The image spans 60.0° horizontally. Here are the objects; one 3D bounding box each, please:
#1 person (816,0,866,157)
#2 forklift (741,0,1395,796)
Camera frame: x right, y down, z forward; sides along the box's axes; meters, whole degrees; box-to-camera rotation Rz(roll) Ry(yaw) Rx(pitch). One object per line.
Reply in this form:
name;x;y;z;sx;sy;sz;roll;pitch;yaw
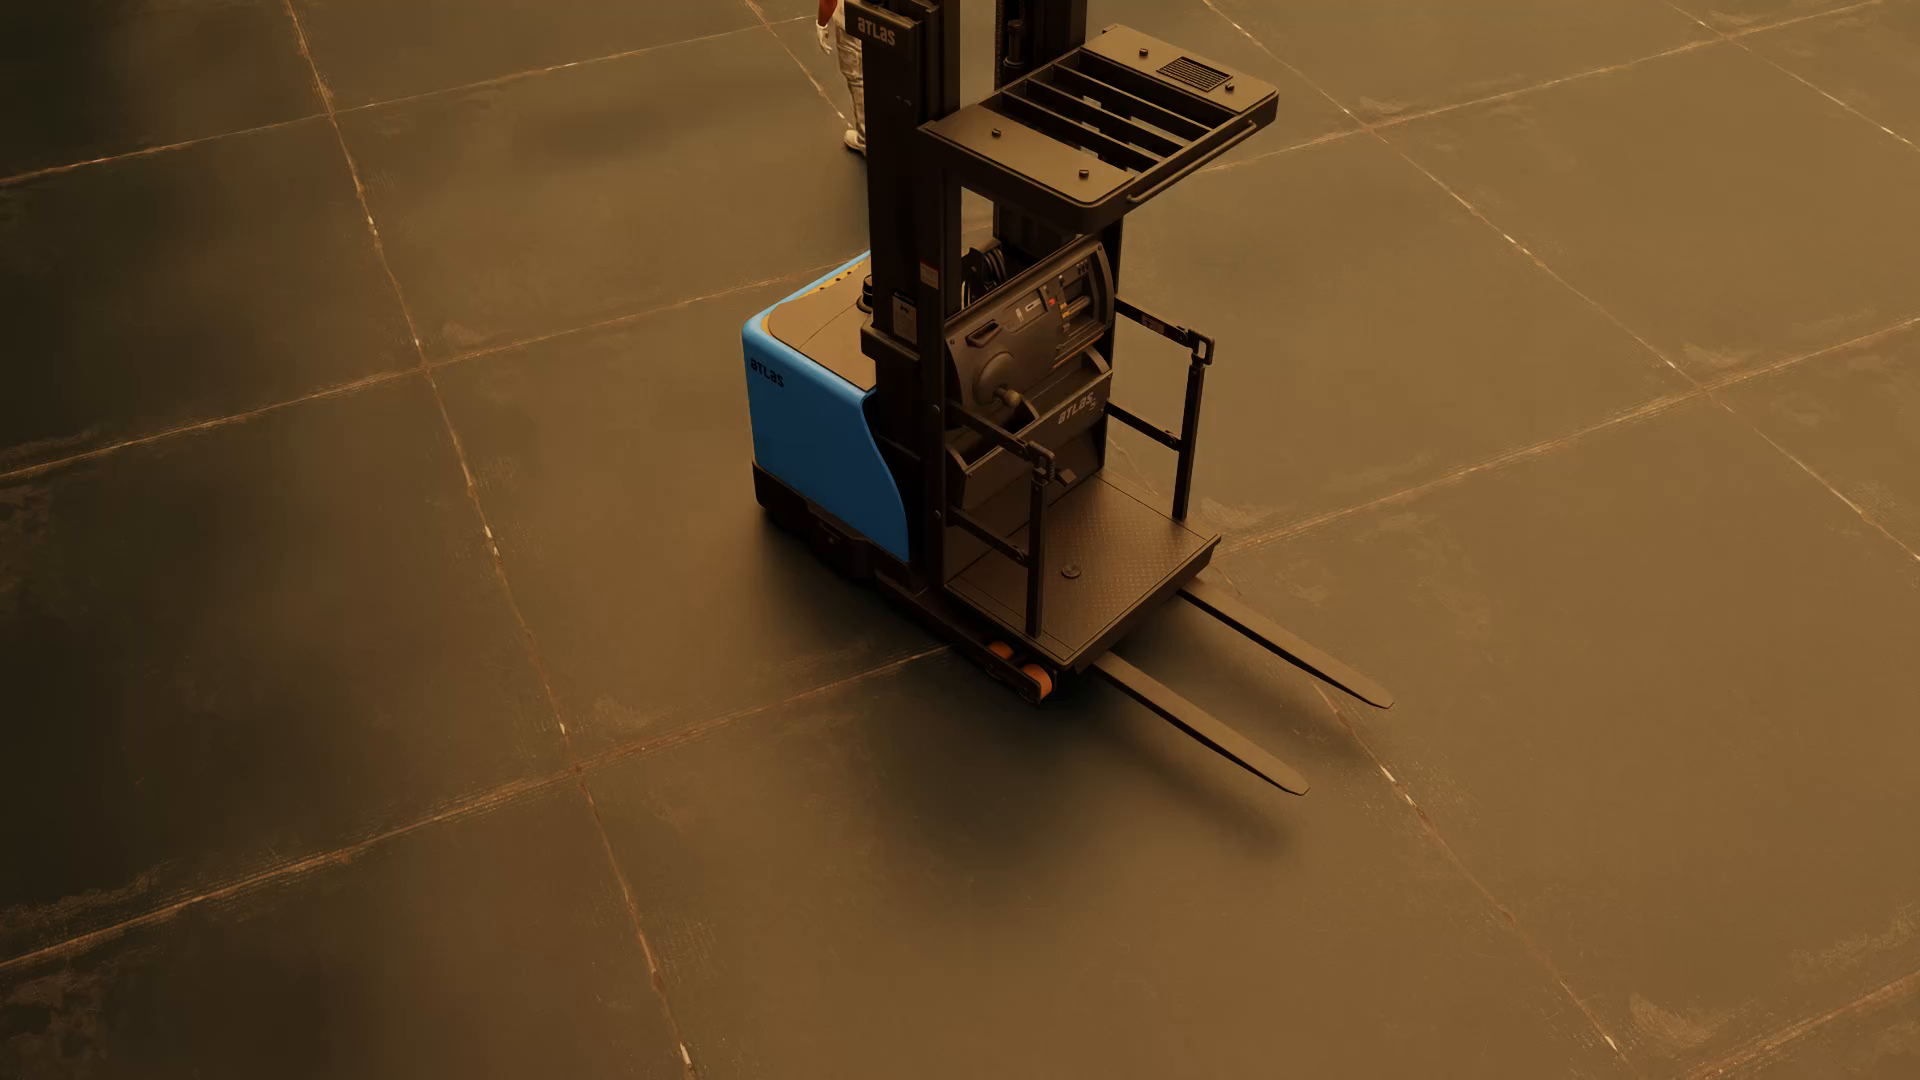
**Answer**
person;-0.576;-3.117;9.851;0.656;1.781;0.577;-22;47;-22
forklift;0.445;-0.788;6.525;3.031;2.935;1.130;32;52;30
